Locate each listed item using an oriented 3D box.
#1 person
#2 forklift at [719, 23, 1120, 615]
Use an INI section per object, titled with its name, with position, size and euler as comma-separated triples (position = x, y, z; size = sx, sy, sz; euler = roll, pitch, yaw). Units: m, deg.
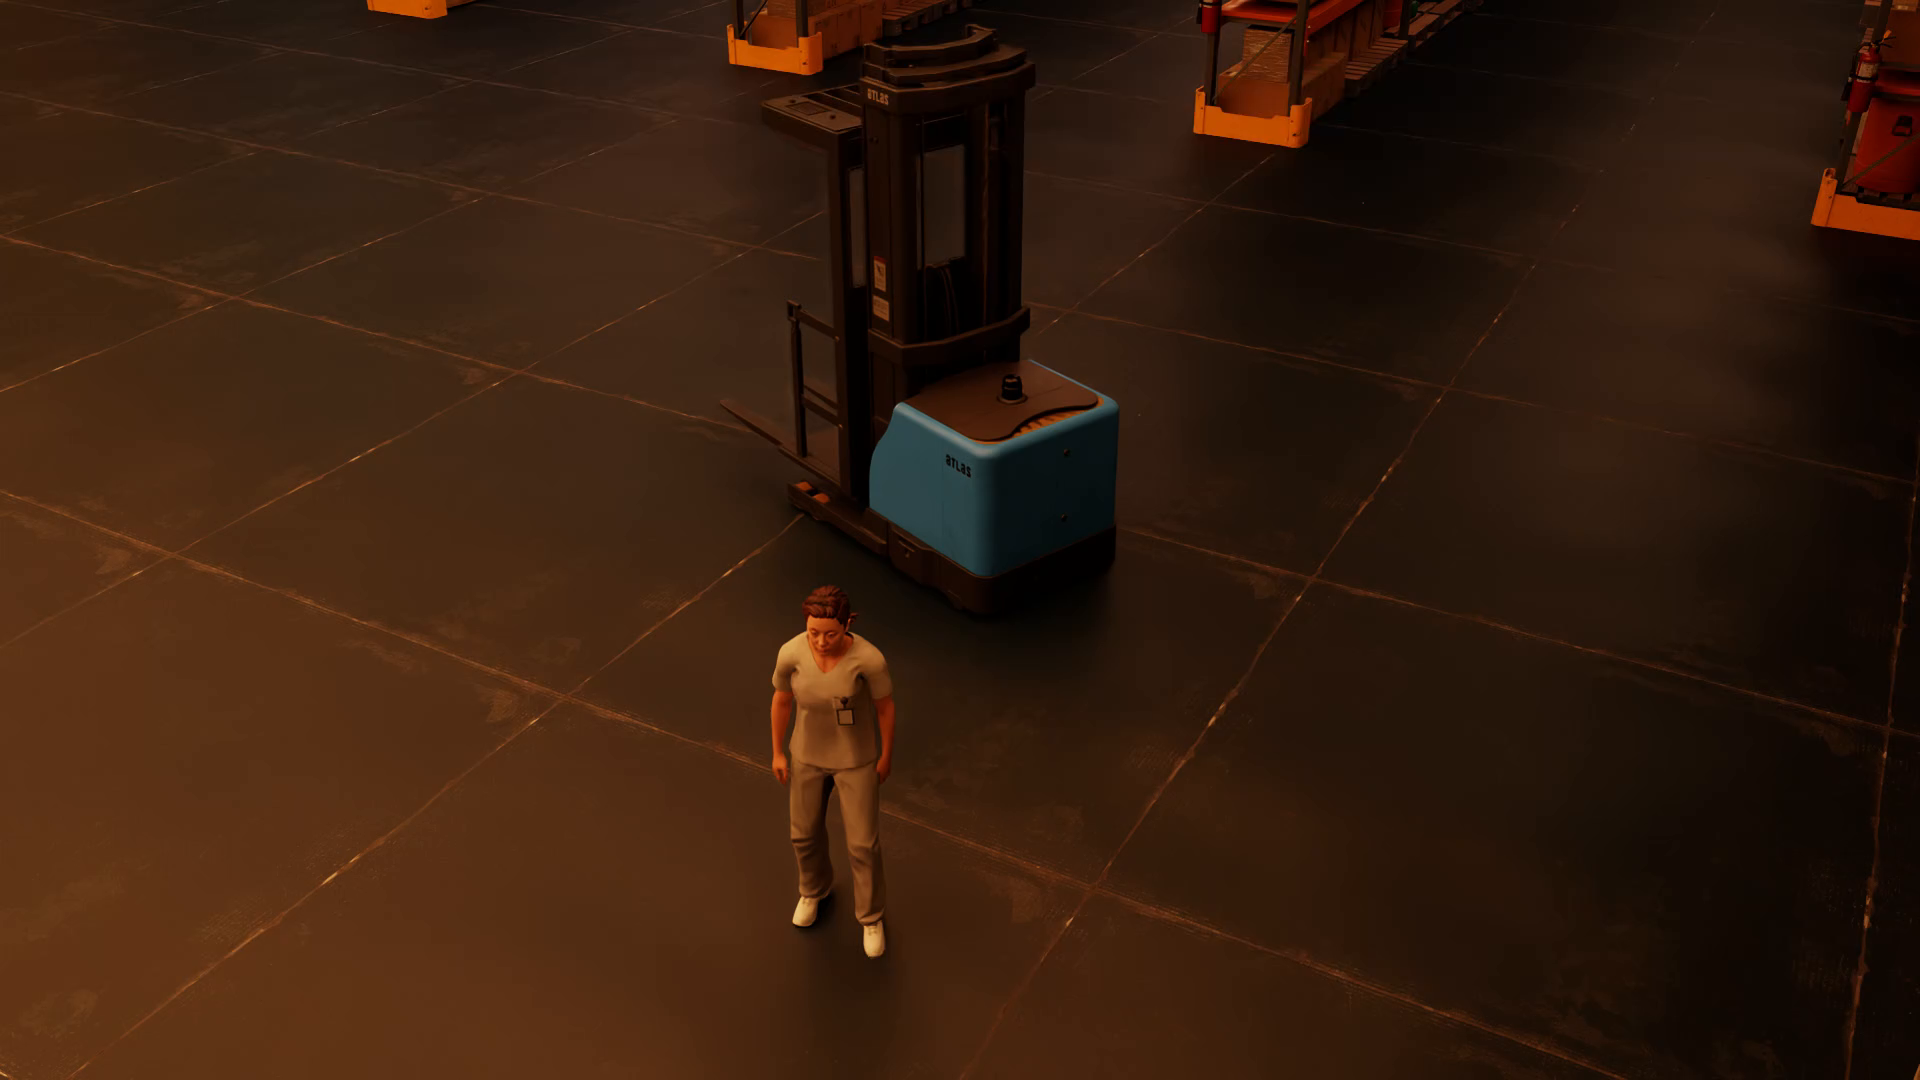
[person]
position = -0.525, 0.919, 6.760
size = 0.504, 1.684, 0.412
euler = 5, 30, 9
[forklift]
position = -0.414, -1.527, 9.716
size = 1.130, 2.935, 3.031
euler = -22, 37, -33
